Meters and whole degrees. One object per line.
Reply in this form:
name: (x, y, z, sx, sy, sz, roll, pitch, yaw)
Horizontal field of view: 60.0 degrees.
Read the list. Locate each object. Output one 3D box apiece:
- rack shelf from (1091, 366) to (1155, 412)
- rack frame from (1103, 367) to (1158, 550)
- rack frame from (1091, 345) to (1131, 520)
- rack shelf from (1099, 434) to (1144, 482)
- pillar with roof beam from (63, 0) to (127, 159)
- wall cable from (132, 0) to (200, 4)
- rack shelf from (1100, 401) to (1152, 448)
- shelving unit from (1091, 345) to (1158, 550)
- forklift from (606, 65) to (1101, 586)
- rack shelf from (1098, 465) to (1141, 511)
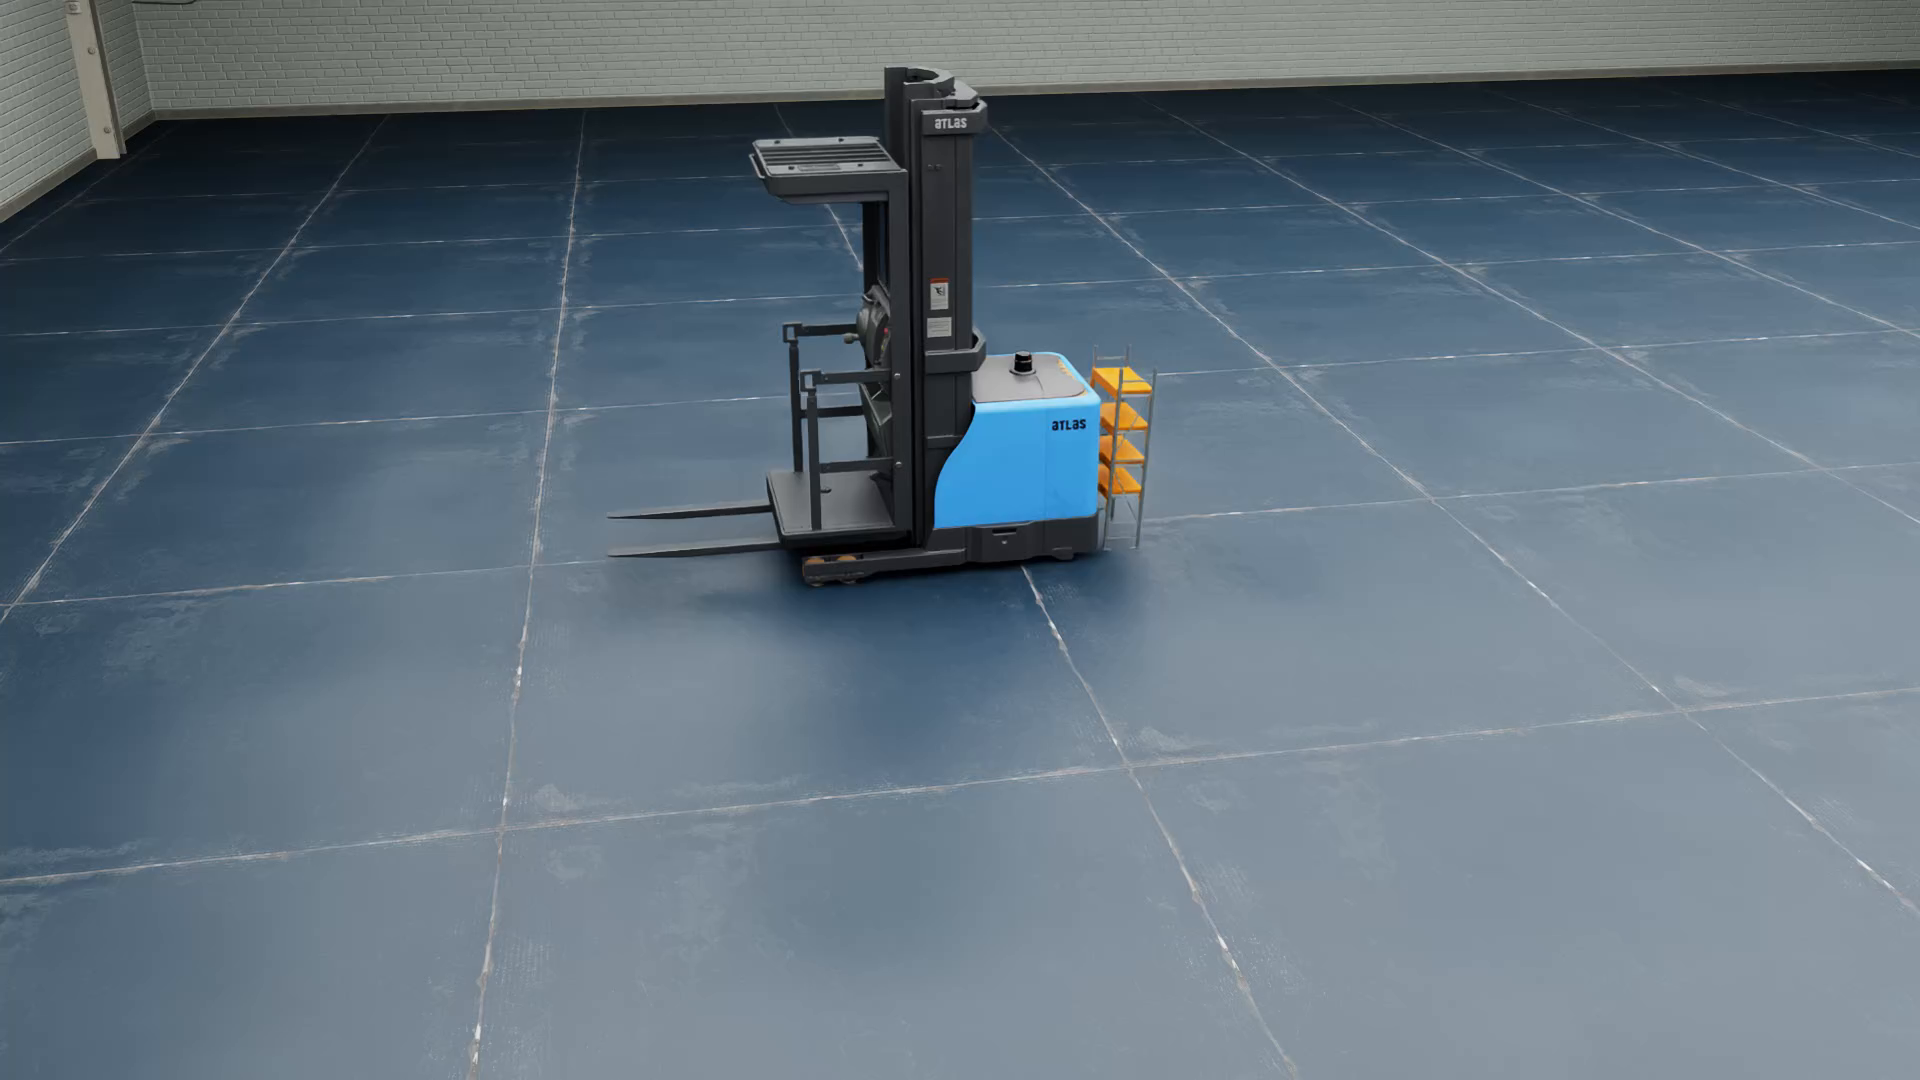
rack shelf: (1.018, -0.951, 10.431, 0.258, 0.148, 0.480, -3, 24, -14)
rack frame: (1.057, -0.495, 10.367, 0.240, 1.200, 0.015, -3, 24, -14)
rack frame: (0.936, -0.684, 10.800, 0.240, 1.200, 0.015, -3, 24, -14)
rack shelf: (0.993, -0.528, 10.609, 0.258, 0.148, 0.480, -3, 24, -14)
pillar with roof beam: (-7.420, -9.714, 21.748, 9.100, 9.000, 0.400, -4, 24, -10)
wall cable: (-10.896, -9.229, 24.517, 3.097, 2.526, 0.112, -4, 24, -10)
rack shelf: (1.005, -0.734, 10.523, 0.258, 0.148, 0.480, -3, 24, -14)
shelving unit: (0.996, -0.590, 10.583, 0.258, 1.200, 0.503, -3, 24, -14)
forklift: (-0.700, -1.295, 10.054, 3.031, 2.935, 1.130, -5, 24, -10)
rack shelf: (0.982, -0.345, 10.686, 0.258, 0.148, 0.480, -3, 24, -14)
